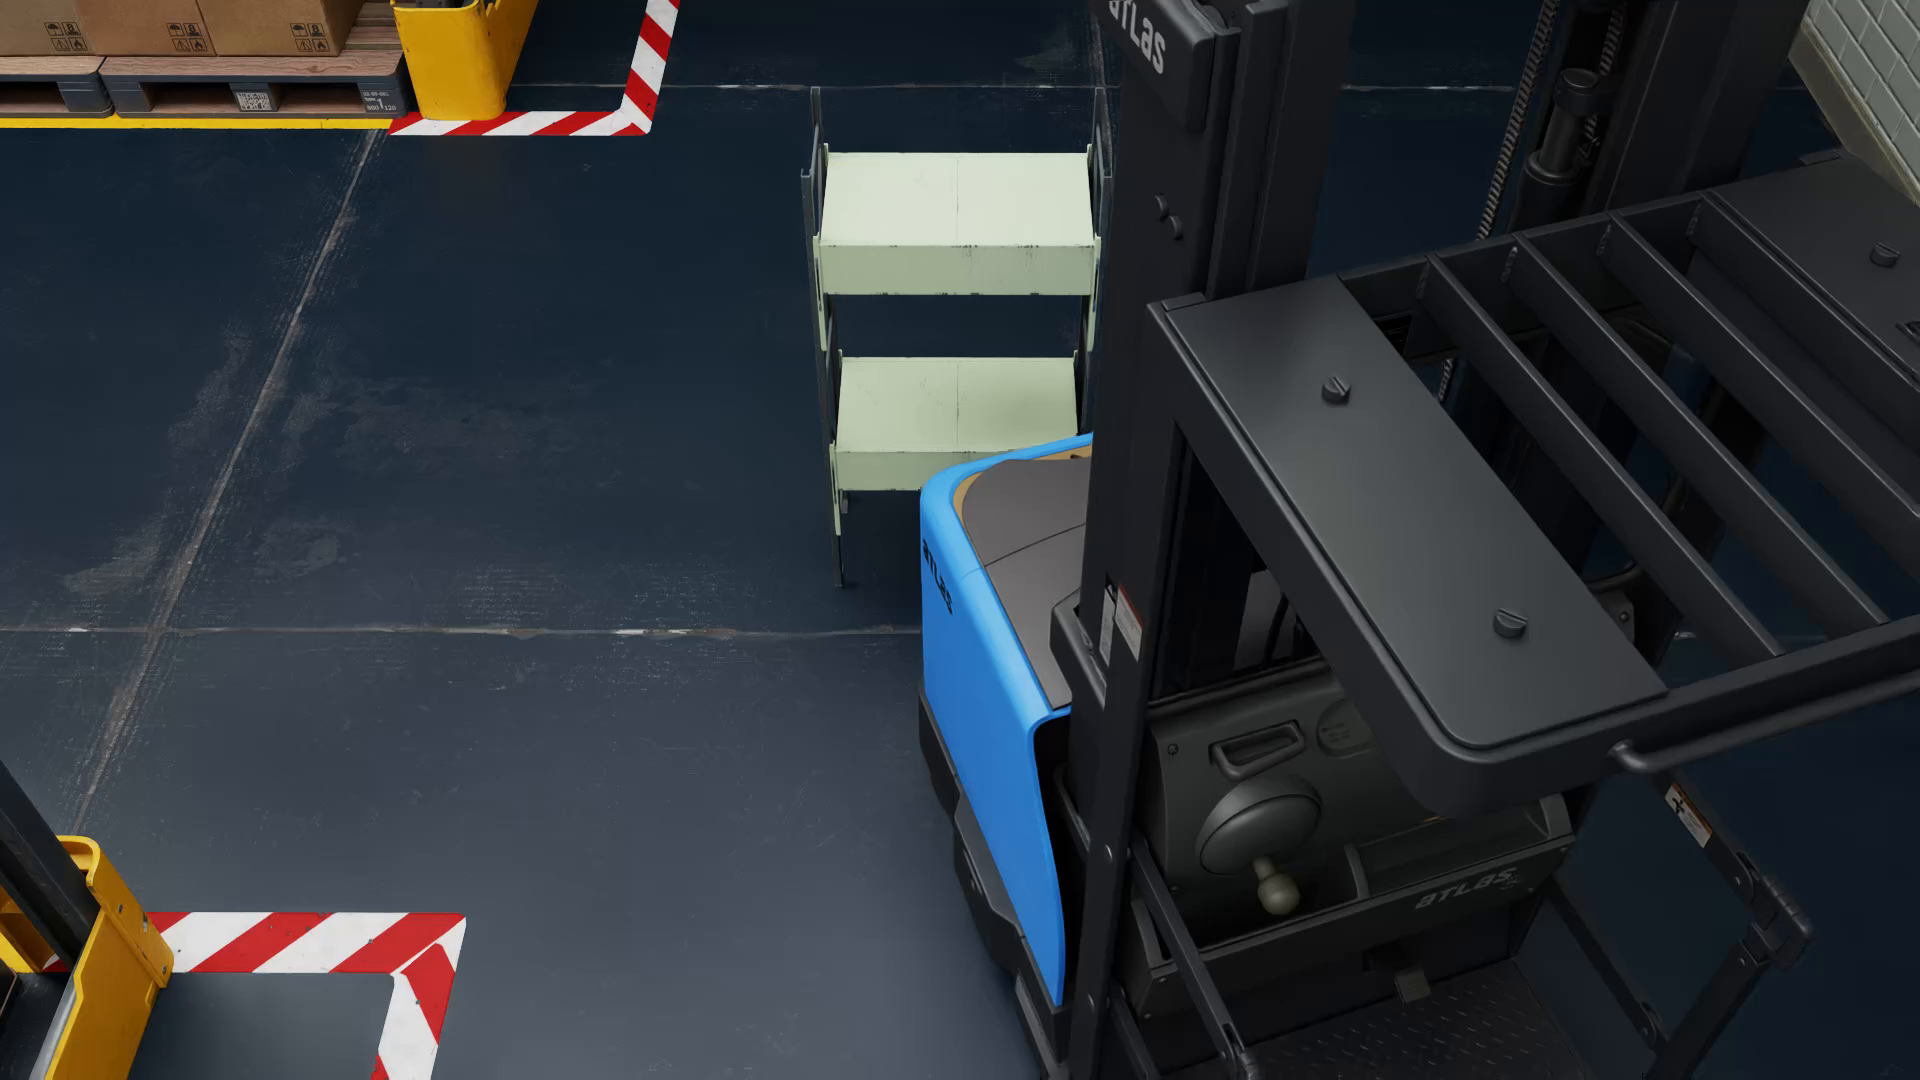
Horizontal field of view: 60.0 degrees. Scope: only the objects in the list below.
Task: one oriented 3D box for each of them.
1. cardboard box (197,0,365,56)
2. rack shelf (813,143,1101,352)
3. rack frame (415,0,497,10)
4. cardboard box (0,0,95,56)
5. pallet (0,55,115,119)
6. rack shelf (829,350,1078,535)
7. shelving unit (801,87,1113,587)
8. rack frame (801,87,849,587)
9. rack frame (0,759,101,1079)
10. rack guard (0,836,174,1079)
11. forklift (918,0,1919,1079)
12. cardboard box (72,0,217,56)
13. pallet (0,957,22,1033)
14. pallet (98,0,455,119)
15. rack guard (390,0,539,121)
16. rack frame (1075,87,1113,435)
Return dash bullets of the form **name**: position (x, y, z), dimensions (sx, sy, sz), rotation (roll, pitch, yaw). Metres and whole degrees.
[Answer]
- **cardboard box**: position (-2.789, -2.401, 6.856), dimensions (0.500, 0.500, 0.700), rotation (0, 47, 0)
- **rack shelf**: position (-0.007, -0.777, 4.415), dimensions (0.720, 0.370, 0.431), rotation (0, 47, 0)
- **rack frame**: position (-2.089, -3.181, 6.161), dimensions (0.127, 3.000, 1.000), rotation (0, 47, 0)
- **cardboard box**: position (-3.793, -2.403, 6.858), dimensions (0.500, 0.500, 0.700), rotation (-1, 47, -1)
- **pallet**: position (-4.106, -2.181, 7.136), dimensions (1.213, 0.211, 1.003), rotation (0, 47, 0)
- **rack shelf**: position (-0.007, -0.289, 4.940), dimensions (0.720, 0.370, 0.431), rotation (0, 47, 0)
- **shelving unit**: position (-0.007, -0.511, 4.701), dimensions (0.755, 1.500, 0.431), rotation (0, 47, 0)
- **rack frame**: position (-0.373, -0.512, 4.702), dimensions (0.023, 1.500, 0.400), rotation (0, 47, 0)
- **rack frame**: position (-2.104, 0.445, 2.786), dimensions (0.127, 3.000, 1.000), rotation (0, 47, 0)
- **rack guard**: position (-2.180, 1.297, 3.702), dimensions (0.348, 0.500, 1.175), rotation (0, 47, 0)
- **forklift**: position (0.851, 0.479, 2.802), dimensions (1.130, 2.935, 3.031), rotation (-14, 49, -13)
- **cardboard box**: position (-3.290, -2.402, 6.858), dimensions (0.500, 0.500, 0.700), rotation (0, 47, 0)
- **pallet**: position (-2.977, 1.394, 3.809), dimensions (1.213, 0.211, 1.003), rotation (0, 47, 0)
- **pallet**: position (-2.889, -2.176, 7.131), dimensions (1.213, 0.211, 1.003), rotation (0, 47, 0)
- **rack guard**: position (-2.065, -2.329, 7.076), dimensions (0.348, 0.500, 1.175), rotation (0, 47, 0)
- **rack frame**: position (0.359, -0.510, 4.700), dimensions (0.023, 1.500, 0.400), rotation (0, 47, 0)
